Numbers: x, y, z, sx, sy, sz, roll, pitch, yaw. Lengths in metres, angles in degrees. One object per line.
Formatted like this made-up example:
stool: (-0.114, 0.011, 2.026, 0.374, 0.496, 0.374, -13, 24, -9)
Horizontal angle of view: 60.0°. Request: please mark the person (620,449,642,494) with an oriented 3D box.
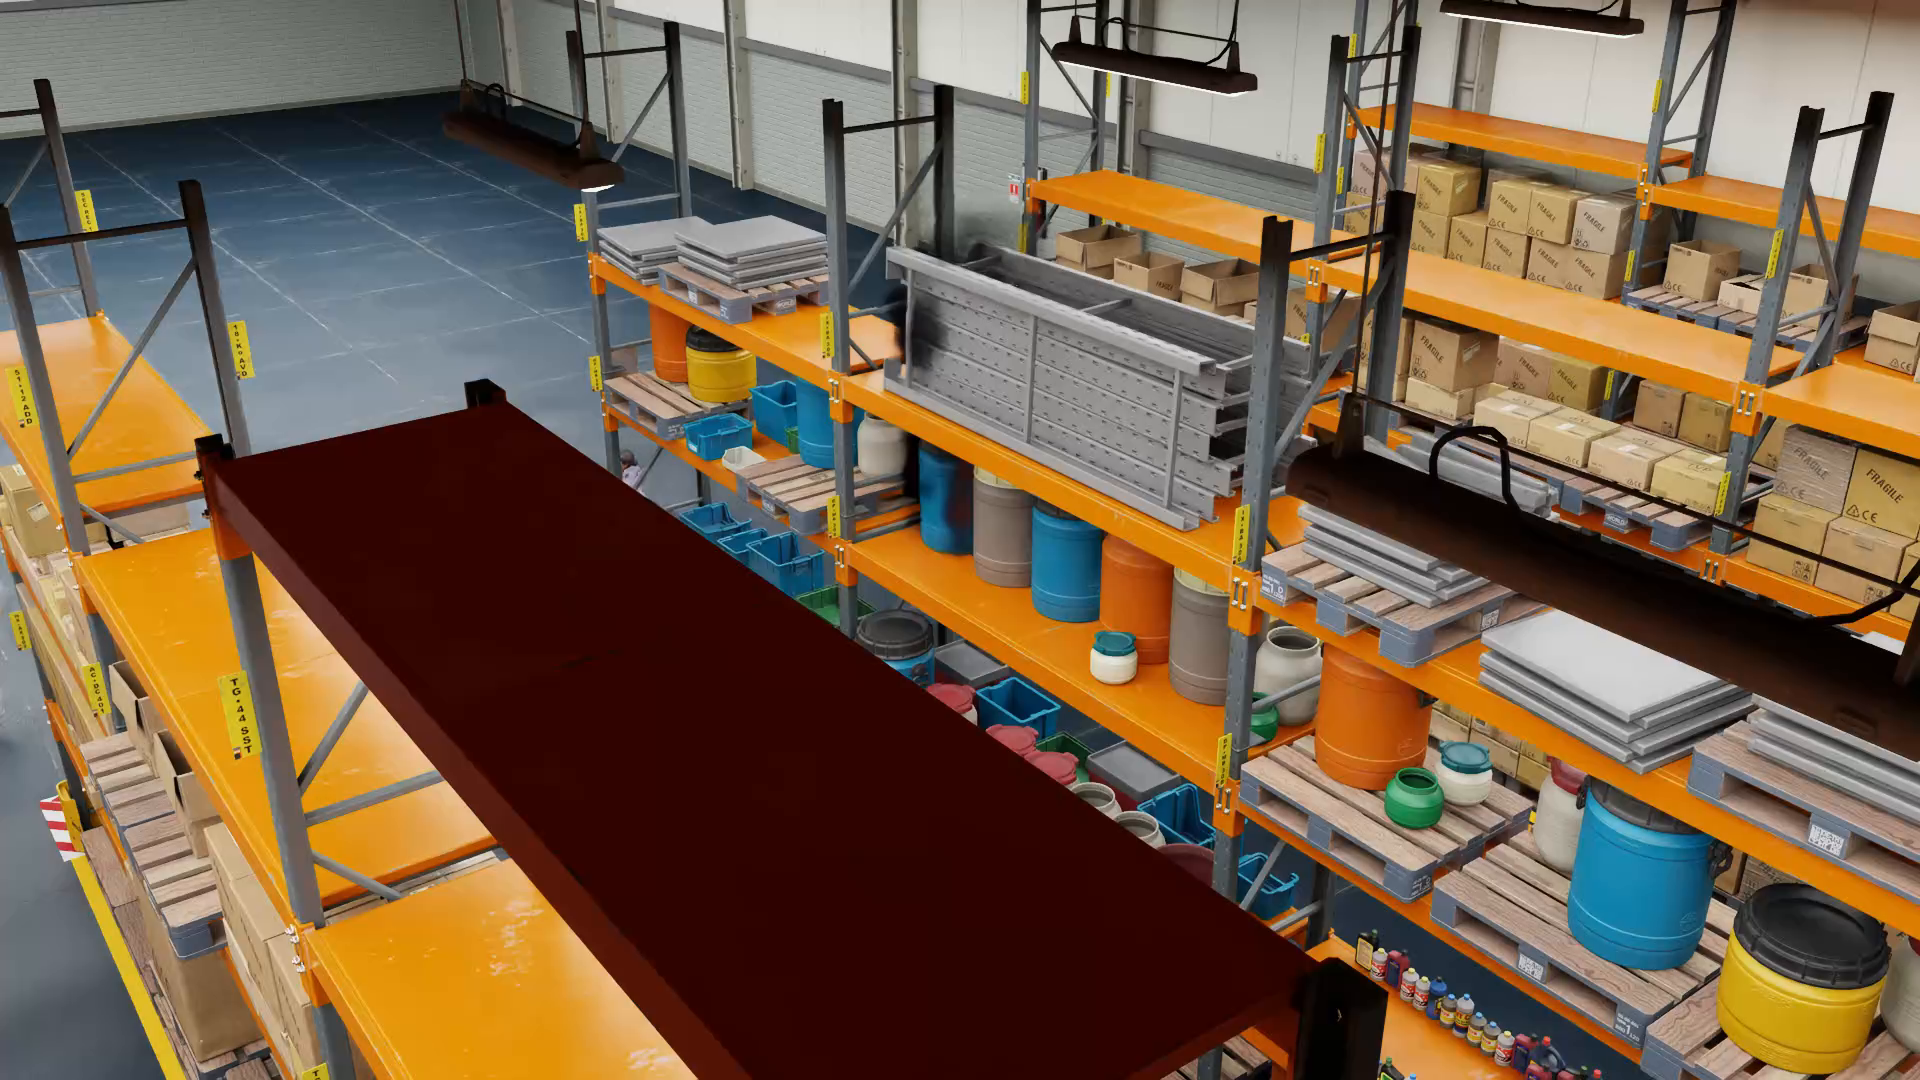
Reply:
person: (-3.465, -0.206, 17.546, 0.663, 1.652, 0.683, 2, 25, 5)
